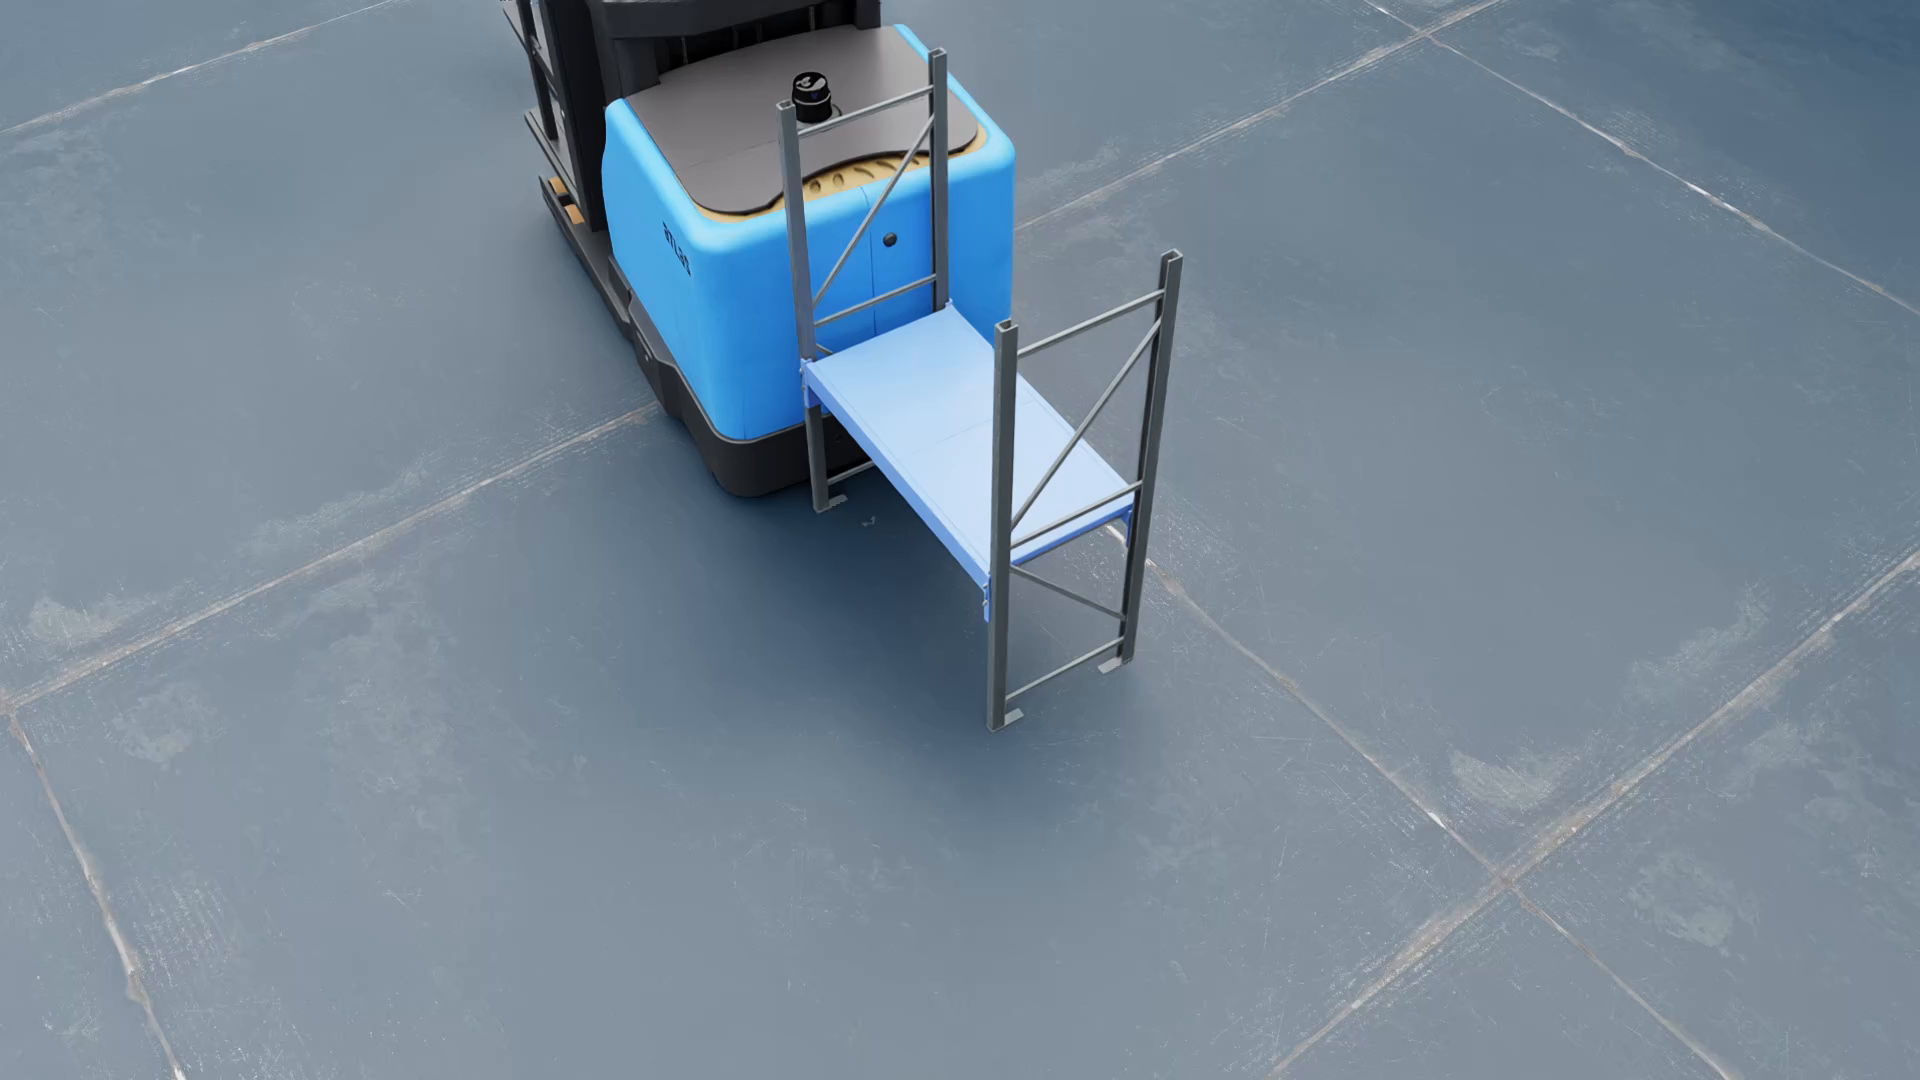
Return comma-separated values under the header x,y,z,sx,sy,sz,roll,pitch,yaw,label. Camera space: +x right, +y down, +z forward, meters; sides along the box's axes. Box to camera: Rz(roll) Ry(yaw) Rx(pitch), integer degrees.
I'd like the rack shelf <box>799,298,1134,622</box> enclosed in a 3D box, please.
x,y,z,sx,sy,sz,roll,pitch,yaw,label
0.021,-0.256,4.713,0.538,0.185,1.000,-25,53,-21,rack shelf

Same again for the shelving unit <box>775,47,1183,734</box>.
x,y,z,sx,sy,sz,roll,pitch,yaw,label
0.021,-0.377,4.579,0.538,1.500,1.048,-25,53,-21,shelving unit

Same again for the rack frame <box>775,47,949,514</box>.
x,y,z,sx,sy,sz,roll,pitch,yaw,label
-0.252,-0.695,4.867,0.500,1.500,0.032,-25,53,-21,rack frame

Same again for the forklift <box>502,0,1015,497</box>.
x,y,z,sx,sy,sz,roll,pitch,yaw,label
-0.939,-2.220,5.285,1.130,2.935,3.031,-21,51,-18,forklift

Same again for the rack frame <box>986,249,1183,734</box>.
x,y,z,sx,sy,sz,roll,pitch,yaw,label
0.295,-0.059,4.292,0.500,1.500,0.032,-25,53,-21,rack frame
